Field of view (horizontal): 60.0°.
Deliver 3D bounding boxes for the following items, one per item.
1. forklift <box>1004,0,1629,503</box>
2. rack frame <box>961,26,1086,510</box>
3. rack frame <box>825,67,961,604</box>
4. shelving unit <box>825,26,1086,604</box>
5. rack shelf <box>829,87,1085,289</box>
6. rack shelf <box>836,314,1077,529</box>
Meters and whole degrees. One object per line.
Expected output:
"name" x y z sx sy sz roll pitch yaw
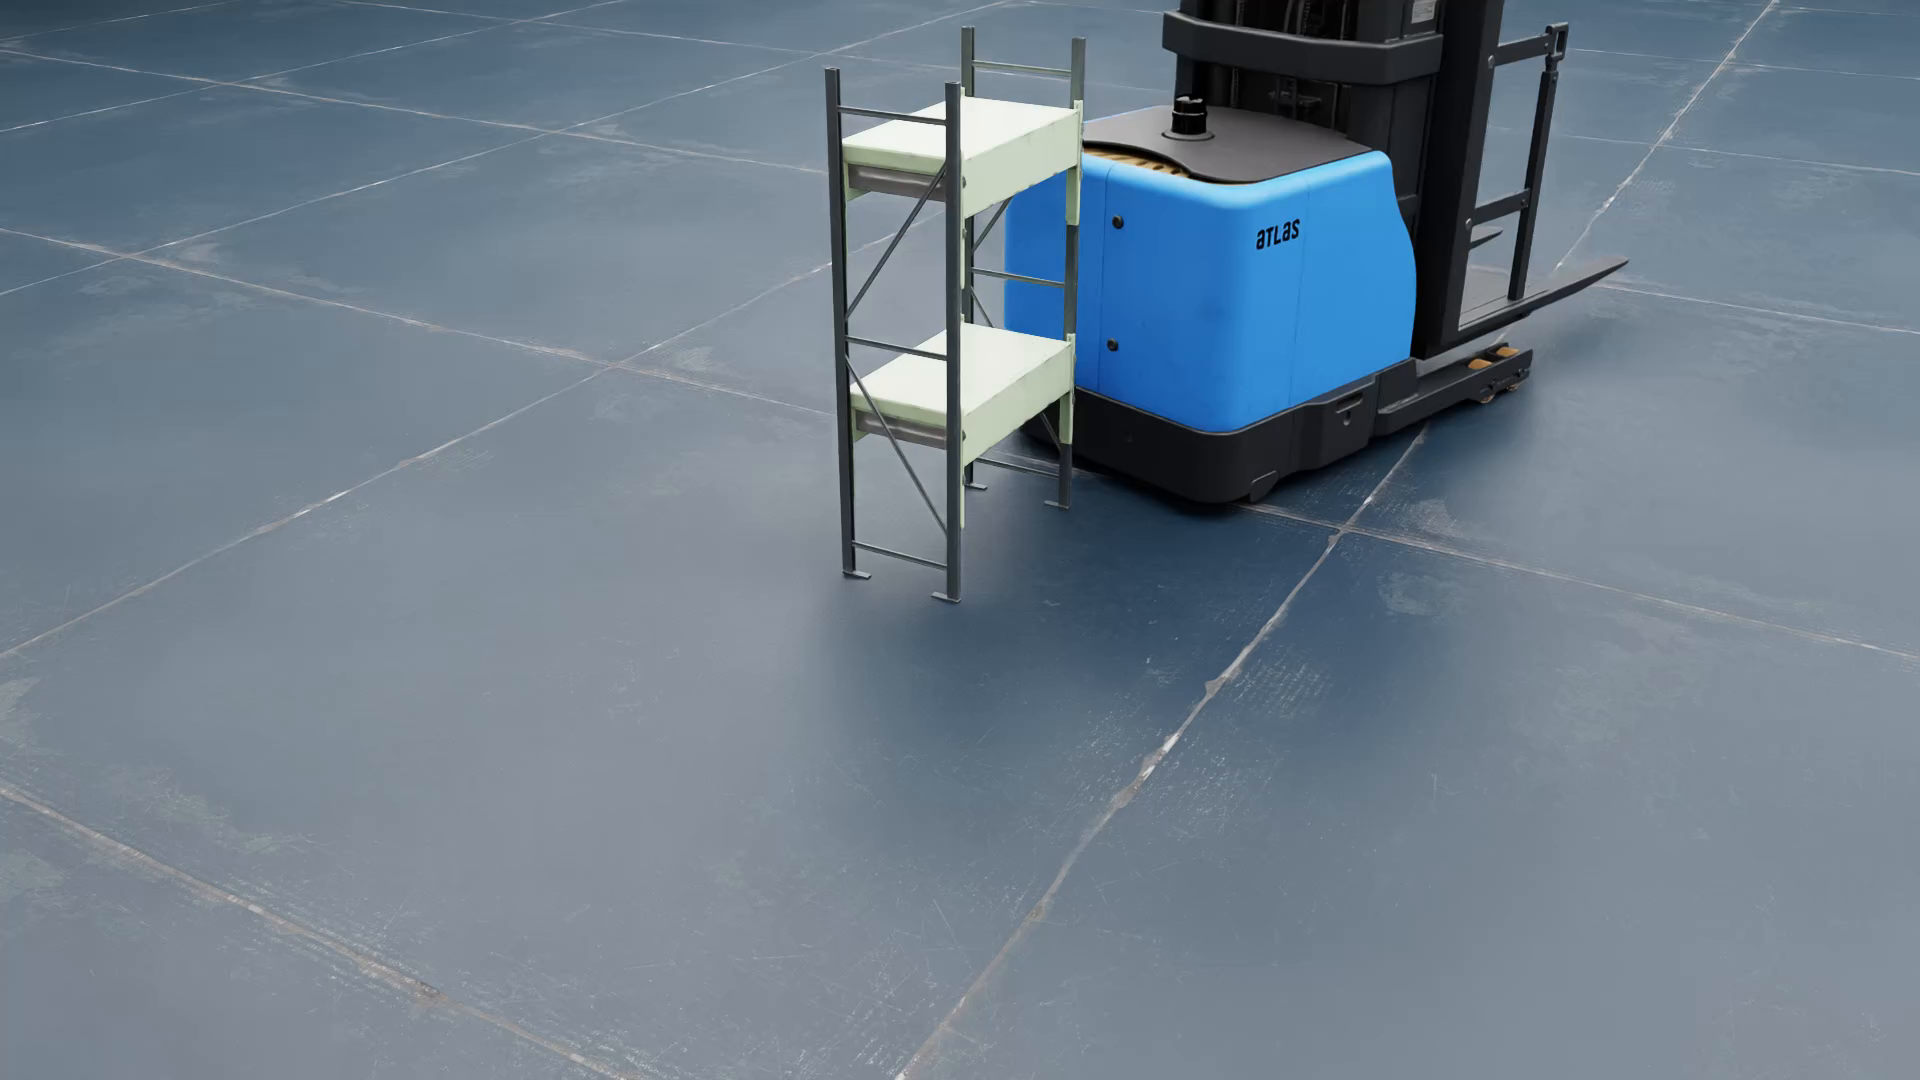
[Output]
"forklift" 1.559 -1.977 5.925 3.031 2.935 1.130 -23 34 -38
"rack frame" 0.183 -0.816 5.204 0.400 1.500 0.023 14 30 26
"rack frame" -0.177 -0.531 4.635 0.400 1.500 0.023 14 30 26
"shelving unit" 0.003 -0.673 4.919 0.431 1.500 0.755 14 30 26
"rack shelf" 0.003 -1.022 4.745 0.431 0.370 0.720 14 30 26
"rack shelf" 0.003 -0.382 5.065 0.431 0.370 0.720 14 30 26
